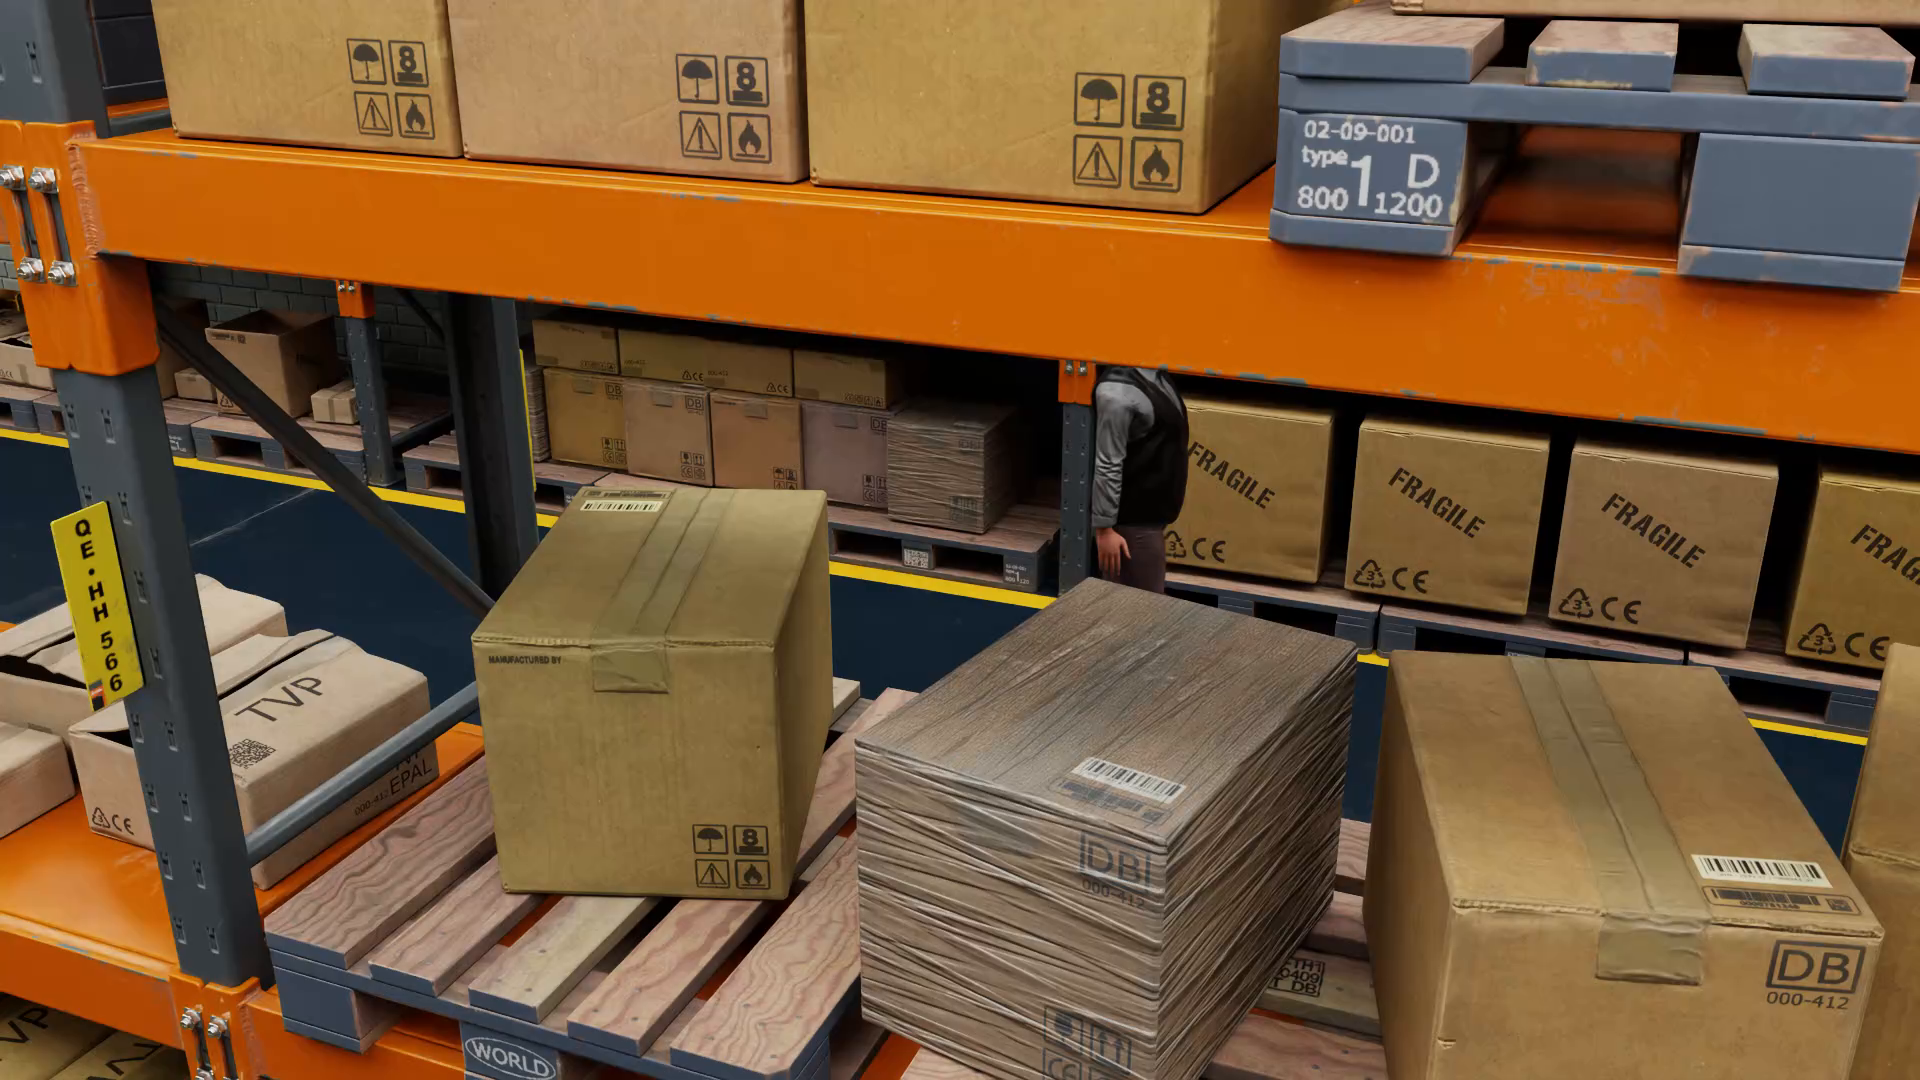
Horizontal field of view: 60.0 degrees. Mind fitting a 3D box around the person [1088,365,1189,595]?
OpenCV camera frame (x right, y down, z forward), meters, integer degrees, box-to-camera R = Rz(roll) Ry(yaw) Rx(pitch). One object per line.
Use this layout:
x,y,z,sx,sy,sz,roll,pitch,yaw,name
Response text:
0.642,-0.022,6.347,0.418,1.474,0.562,6,23,14,person
